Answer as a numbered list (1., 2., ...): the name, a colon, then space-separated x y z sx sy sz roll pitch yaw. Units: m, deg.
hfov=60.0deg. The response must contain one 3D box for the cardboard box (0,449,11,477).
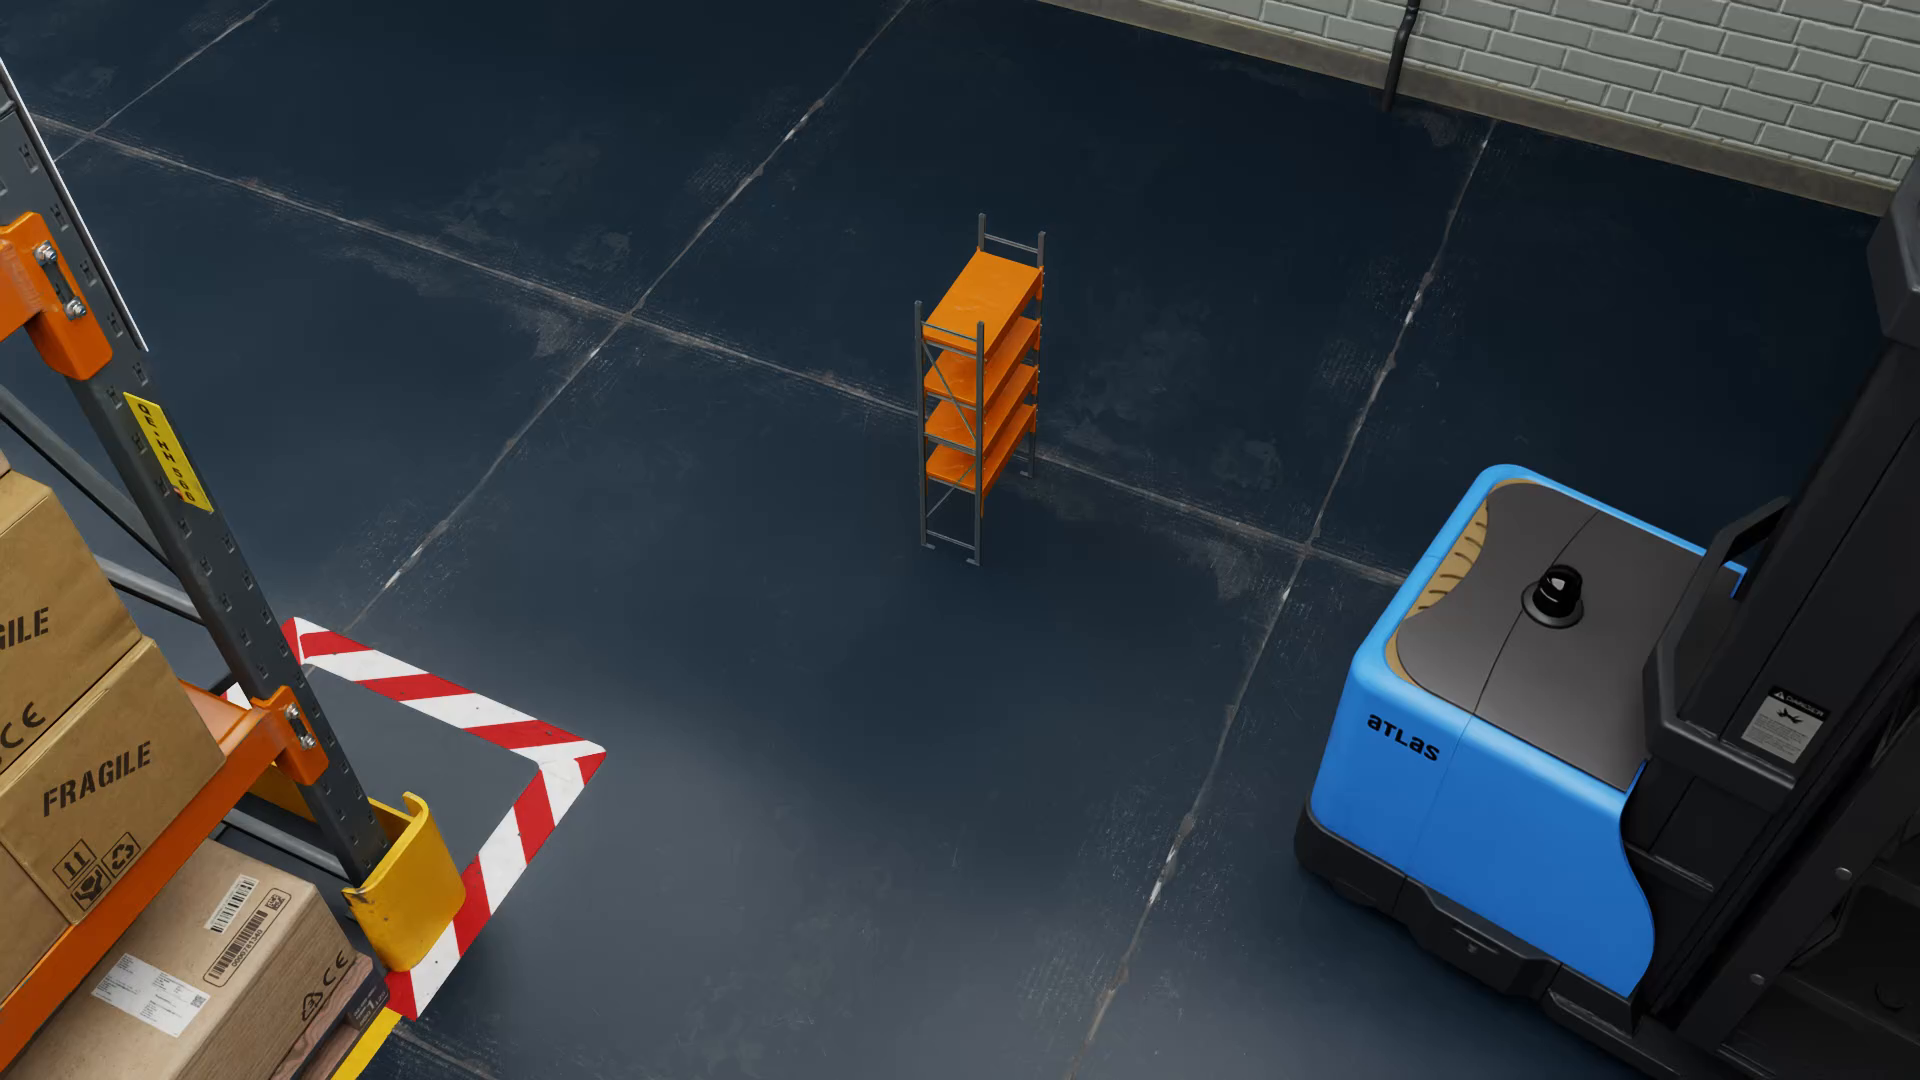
1. cardboard box: -2.132 -0.171 3.278 0.380 0.149 0.250 20 53 17

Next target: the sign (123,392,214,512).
1. sign: -1.675 -0.183 3.520 0.100 0.325 0.005 20 52 16

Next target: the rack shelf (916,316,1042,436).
1. rack shelf: 0.071 -0.604 5.771 0.258 0.148 0.480 20 52 16

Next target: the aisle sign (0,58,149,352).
1. aisle sign: -1.849 -0.708 3.176 0.394 0.787 0.004 20 52 16

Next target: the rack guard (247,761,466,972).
1. rack guard: -2.150 0.877 5.176 1.175 0.500 0.348 20 52 16

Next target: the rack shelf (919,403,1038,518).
1. rack shelf: 0.071 -0.331 6.092 0.258 0.148 0.480 20 52 16

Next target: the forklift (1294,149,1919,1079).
1. forklift: 2.564 0.440 3.951 3.031 2.935 1.130 28 55 22

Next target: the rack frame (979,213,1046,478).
1. rack frame: 0.175 -0.671 6.033 0.240 1.200 0.015 20 52 16

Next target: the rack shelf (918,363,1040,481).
1. rack shelf: 0.071 -0.459 5.941 0.258 0.148 0.480 20 52 16

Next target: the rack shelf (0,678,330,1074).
1. rack shelf: -3.014 1.694 3.312 1.077 0.370 4.000 20 52 16

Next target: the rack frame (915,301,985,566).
1. rack frame: -0.034 -0.335 5.747 0.240 1.200 0.015 20 52 16

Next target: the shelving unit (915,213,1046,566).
1. shelving unit: 0.071 -0.503 5.890 0.258 1.200 0.503 20 52 16

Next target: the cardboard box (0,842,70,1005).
1. cardboard box: -2.355 0.810 3.526 0.500 0.500 0.500 19 52 15

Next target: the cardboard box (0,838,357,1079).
1. cardboard box: -2.351 1.265 4.611 0.875 0.438 0.875 18 52 15

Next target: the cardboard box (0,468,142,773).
1. cardboard box: -2.150 0.136 3.442 0.500 0.500 0.500 21 53 17

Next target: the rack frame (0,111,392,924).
1. rack frame: -2.160 0.083 4.210 1.000 3.000 0.127 20 52 16

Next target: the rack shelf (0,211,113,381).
1. rack shelf: -3.014 0.722 2.169 1.077 0.370 4.000 20 52 16

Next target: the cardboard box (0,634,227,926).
1. cardboard box: -2.127 0.469 3.816 0.500 0.500 0.500 20 53 16

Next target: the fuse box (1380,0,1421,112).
1. fuse box: 2.065 -2.606 7.344 0.539 1.711 0.414 20 52 16

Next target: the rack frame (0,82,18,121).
1. rack frame: -2.160 -1.861 1.925 1.000 3.000 0.127 20 52 16

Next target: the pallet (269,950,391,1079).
1. pallet: -2.431 1.563 4.781 1.003 0.211 1.213 20 52 16

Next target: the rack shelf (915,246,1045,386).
1. rack shelf: 0.071 -0.757 5.591 0.258 0.148 0.480 20 52 16
